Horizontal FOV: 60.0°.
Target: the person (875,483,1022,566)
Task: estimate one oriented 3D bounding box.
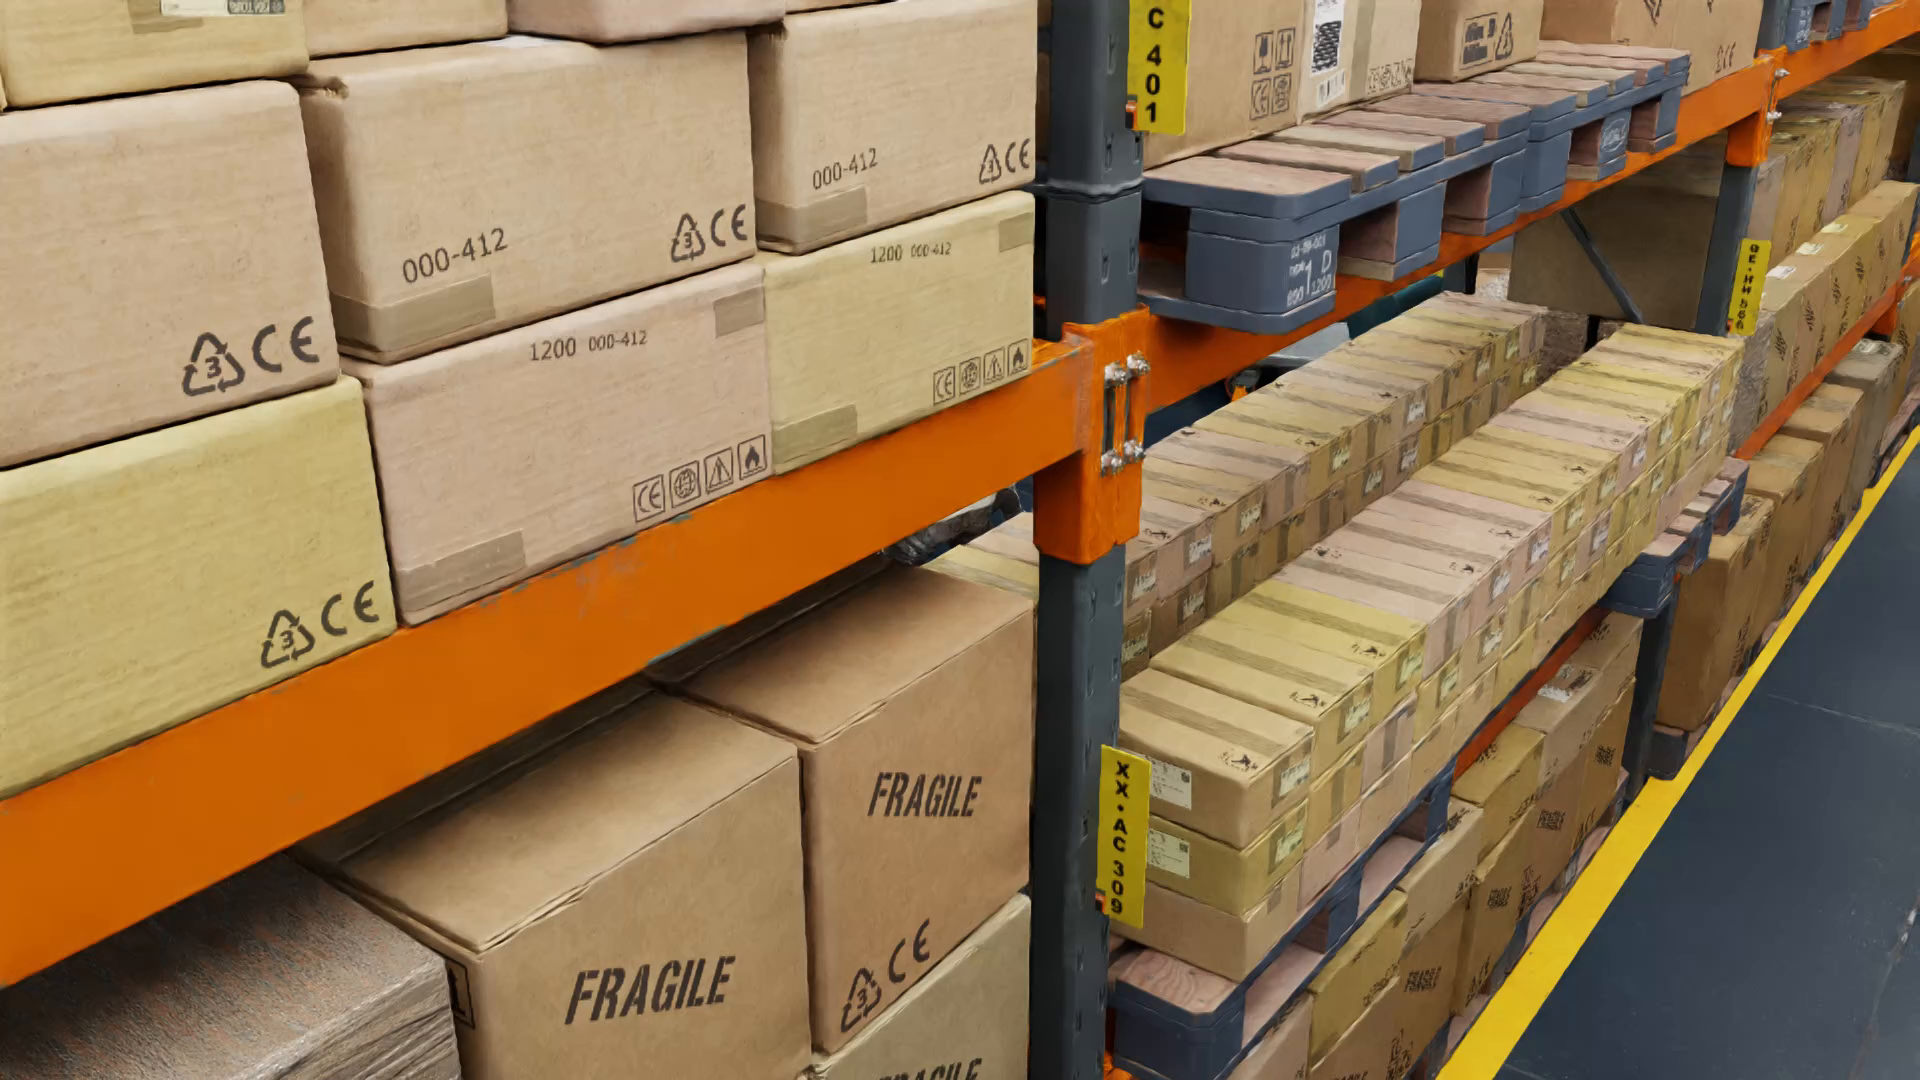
[{"bbox_3d":[-0.064,-0.138,6.835,0.660,1.758,0.470,-16,28,-33],"label":"person"}]
